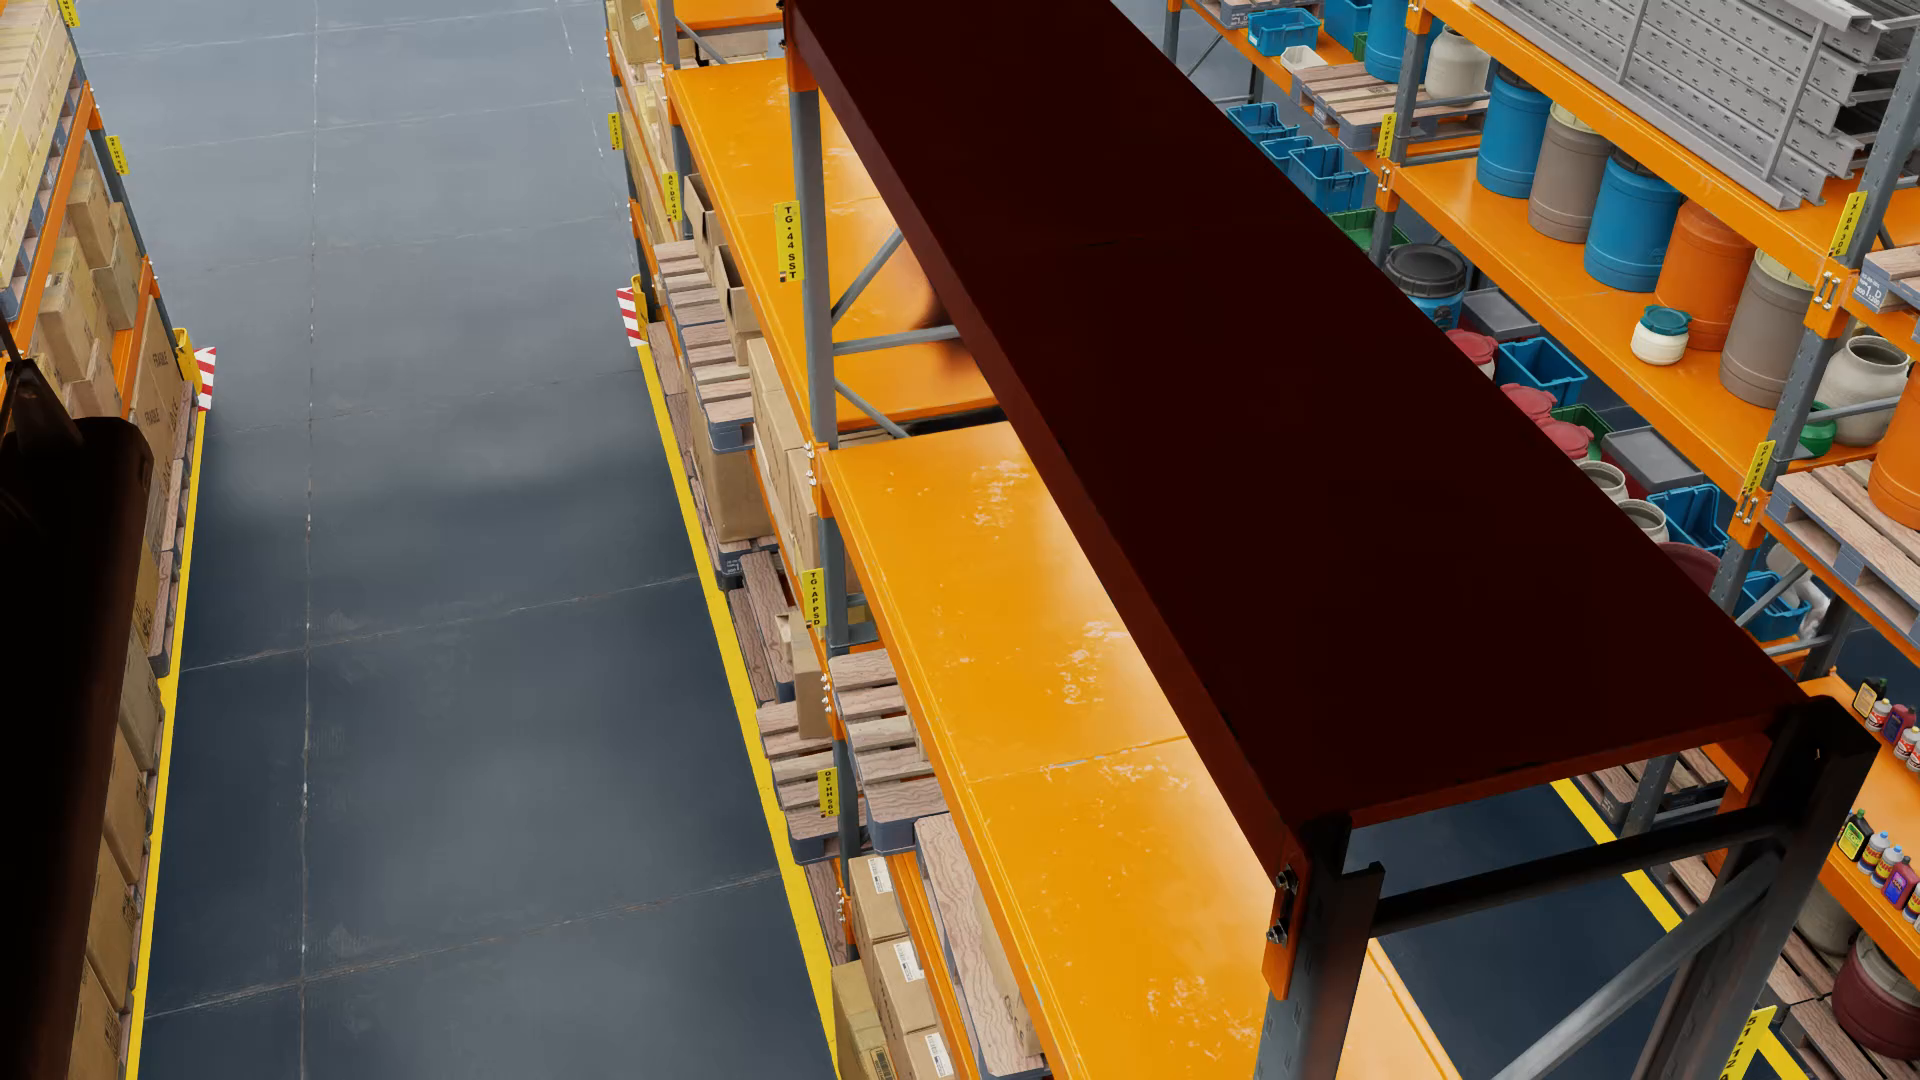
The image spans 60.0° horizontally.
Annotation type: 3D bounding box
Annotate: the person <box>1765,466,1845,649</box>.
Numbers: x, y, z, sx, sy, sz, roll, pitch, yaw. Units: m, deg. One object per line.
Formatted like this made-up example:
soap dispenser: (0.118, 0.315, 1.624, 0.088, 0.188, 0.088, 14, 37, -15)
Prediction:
person: (5.872, -0.048, 11.612, 0.744, 1.599, 0.867, -21, 43, -24)
